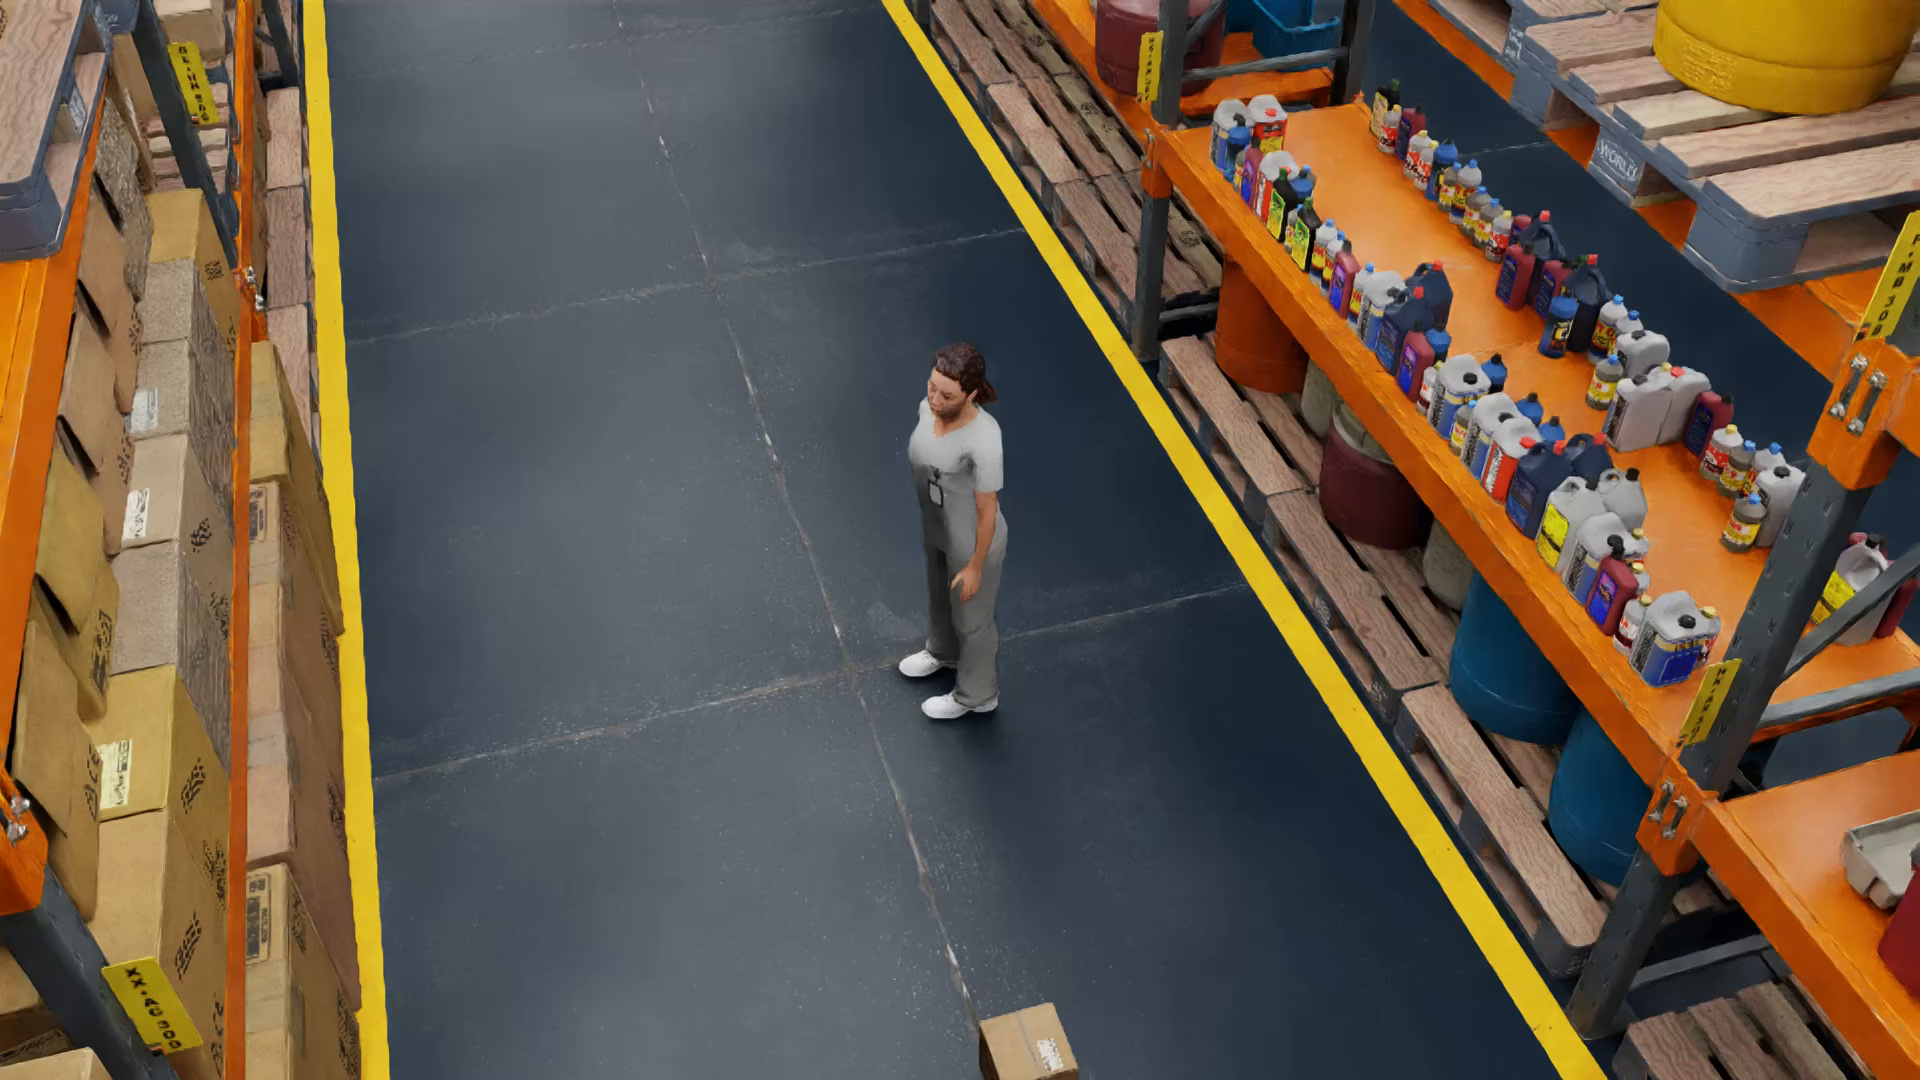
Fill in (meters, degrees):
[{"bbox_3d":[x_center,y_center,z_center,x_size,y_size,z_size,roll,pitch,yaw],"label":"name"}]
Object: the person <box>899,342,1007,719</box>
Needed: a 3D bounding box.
[{"bbox_3d":[-0.019,-0.009,6.141,0.370,1.676,0.496,-24,47,-24],"label":"person"}]
